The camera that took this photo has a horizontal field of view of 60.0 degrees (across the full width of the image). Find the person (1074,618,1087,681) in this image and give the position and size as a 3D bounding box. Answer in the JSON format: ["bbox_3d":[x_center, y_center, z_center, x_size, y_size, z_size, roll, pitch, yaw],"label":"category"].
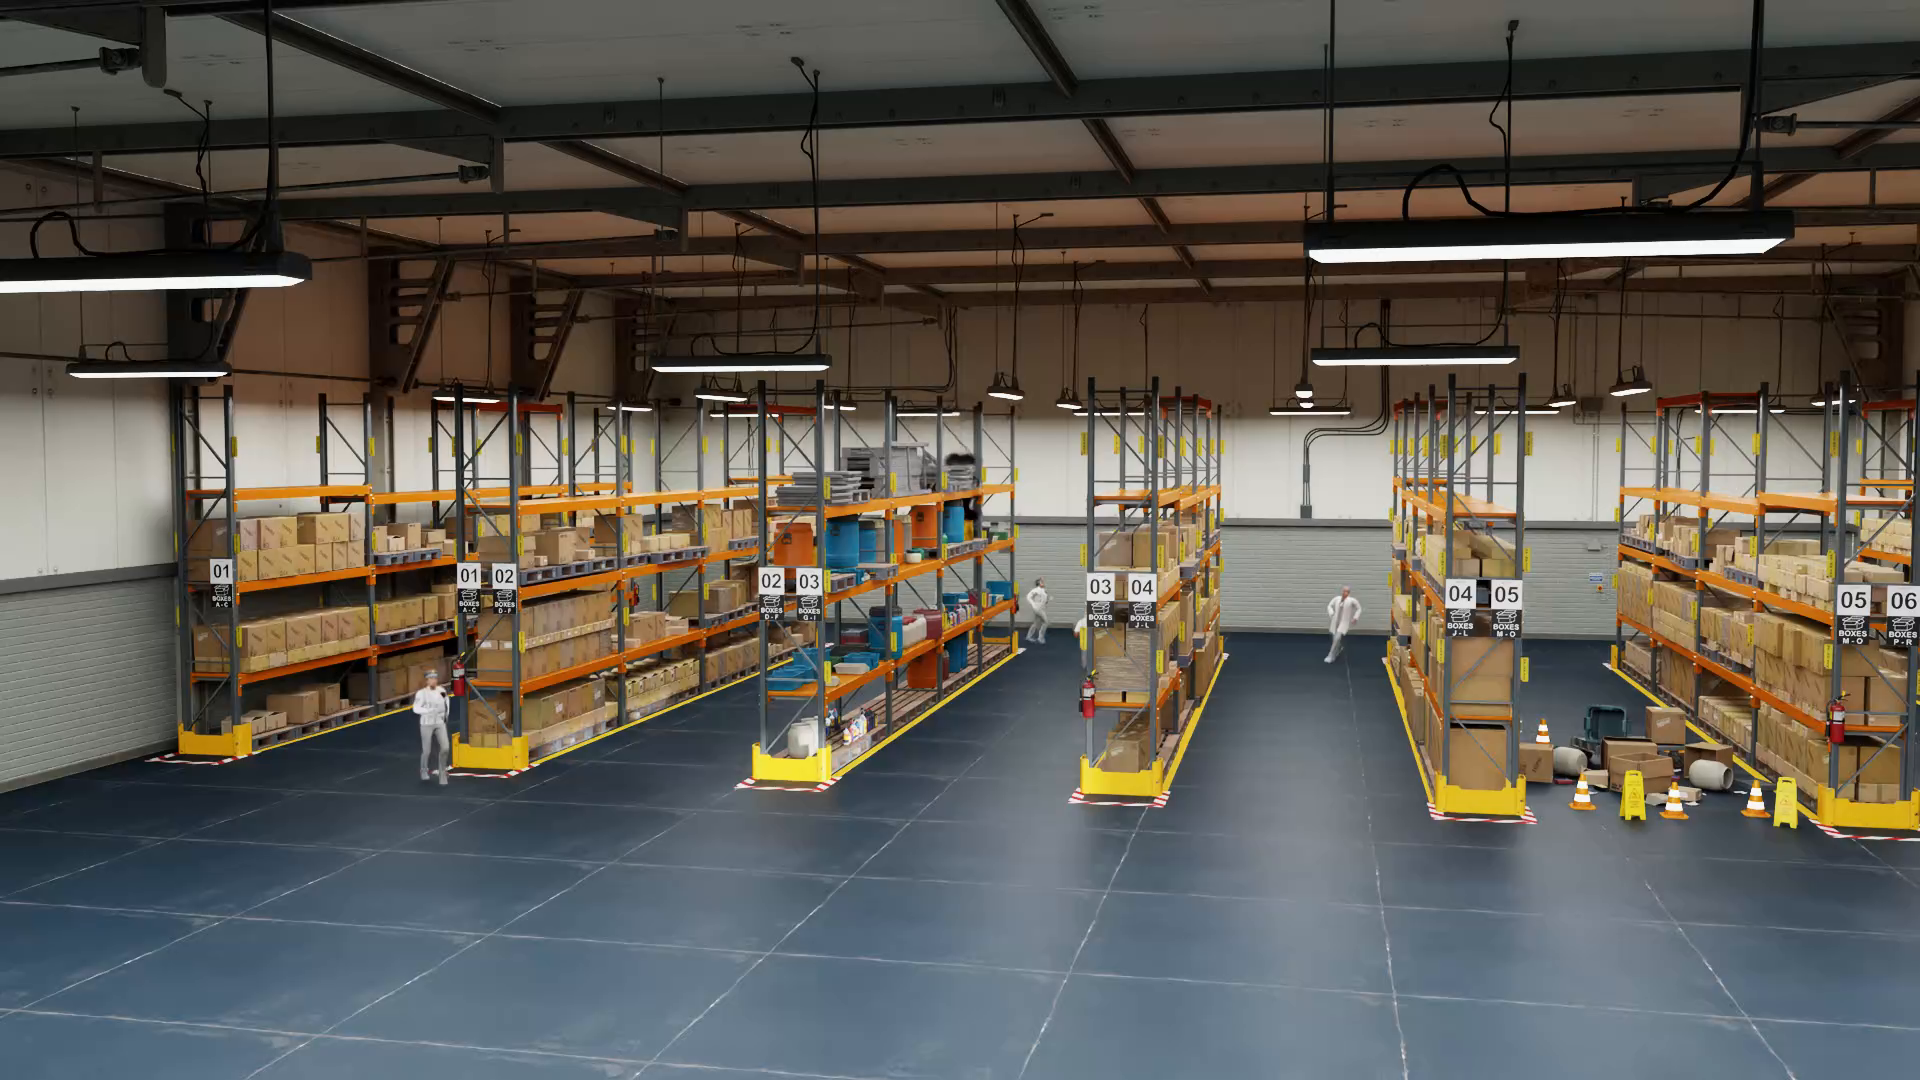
[{"bbox_3d":[2.699,2.206,34.263,0.715,1.741,0.822,1,3,11],"label":"person"}]

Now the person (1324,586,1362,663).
[{"bbox_3d":[8.879,1.948,38.675,0.762,1.743,1.050,2,4,37],"label":"person"}]

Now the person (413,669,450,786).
[{"bbox_3d":[-7.811,2.785,24.677,0.605,1.759,0.662,-2,4,-35],"label":"person"}]

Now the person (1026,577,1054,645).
[{"bbox_3d":[2.022,1.810,42.275,0.726,1.753,0.578,1,3,21],"label":"person"}]

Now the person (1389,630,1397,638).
[{"bbox_3d":[10.535,2.001,39.542,0.585,1.569,0.509,-1,3,-19],"label":"person"}]
